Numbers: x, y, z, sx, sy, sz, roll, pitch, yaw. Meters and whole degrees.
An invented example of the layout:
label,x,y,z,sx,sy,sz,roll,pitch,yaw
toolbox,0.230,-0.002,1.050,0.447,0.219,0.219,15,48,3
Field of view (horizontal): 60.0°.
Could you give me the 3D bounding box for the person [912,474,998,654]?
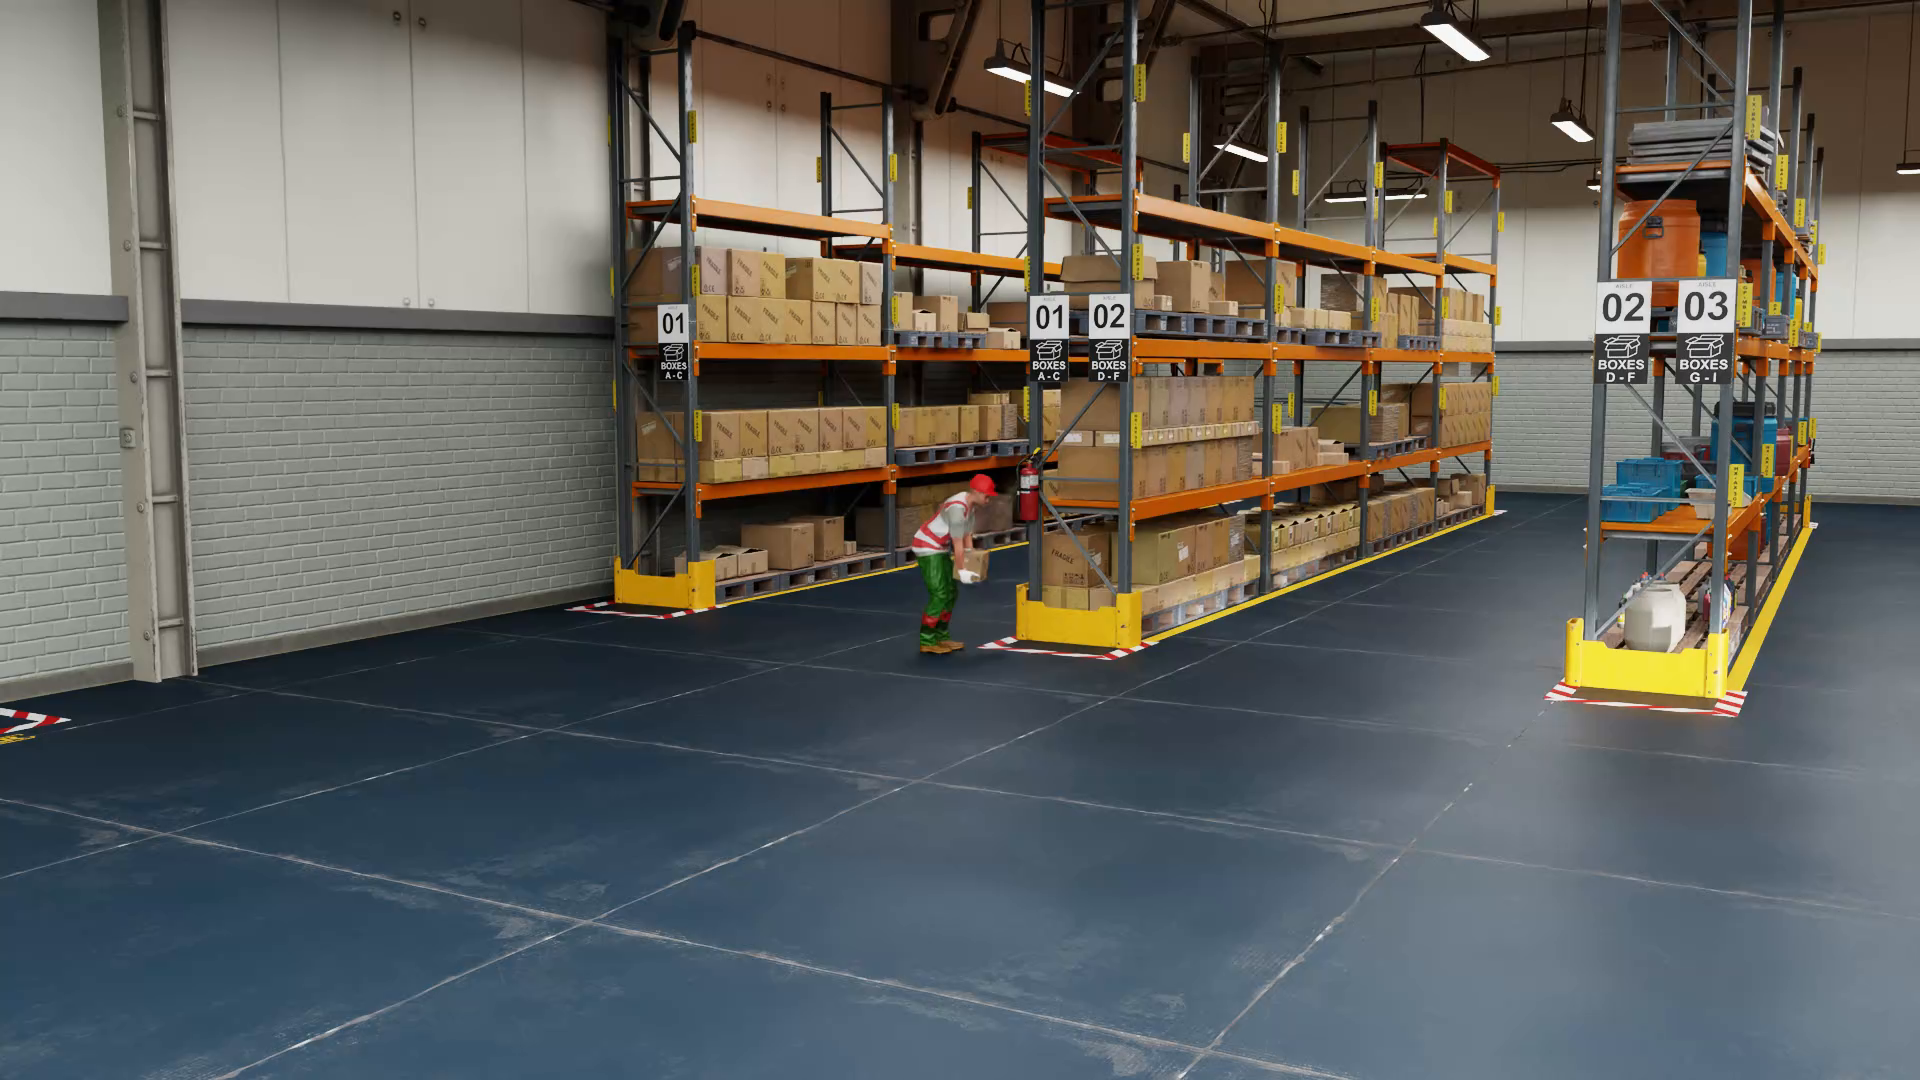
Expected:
label,x,y,z,sx,sy,sz,roll,pitch,yaw
person,-0.037,0.206,14.866,0.773,1.600,0.472,2,6,15
